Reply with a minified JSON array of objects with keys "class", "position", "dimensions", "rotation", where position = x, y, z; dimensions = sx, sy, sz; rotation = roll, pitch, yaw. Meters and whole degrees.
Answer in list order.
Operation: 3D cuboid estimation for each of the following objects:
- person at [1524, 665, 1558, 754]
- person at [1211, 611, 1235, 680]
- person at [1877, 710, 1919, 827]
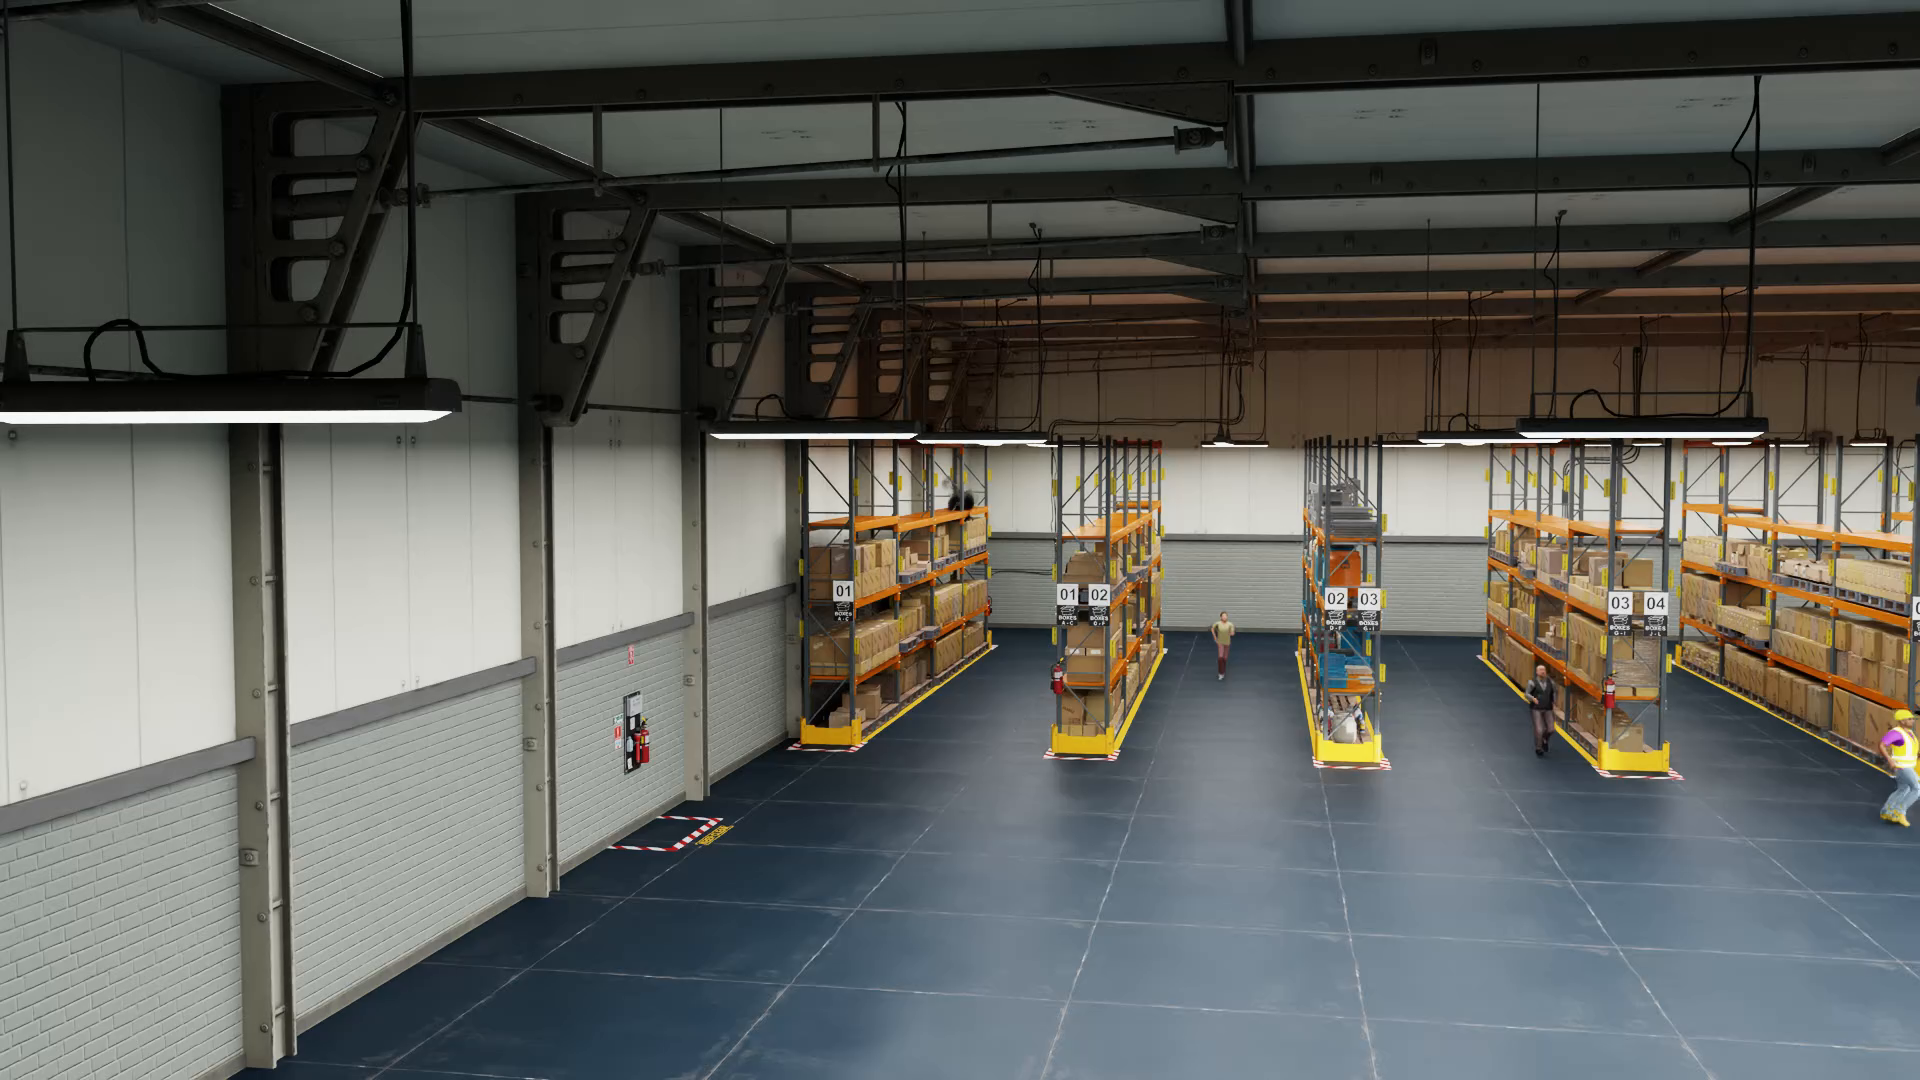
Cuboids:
[{"class":"person","position":[10.911,3.190,31.137],"dimensions":[0.651,1.675,0.583],"rotation":[0,3,6]},{"class":"person","position":[6.601,2.643,41.637],"dimensions":[0.558,1.724,0.733],"rotation":[0,3,-3]},{"class":"person","position":[14.406,3.470,25.322],"dimensions":[0.697,1.765,0.676],"rotation":[3,4,43]}]
